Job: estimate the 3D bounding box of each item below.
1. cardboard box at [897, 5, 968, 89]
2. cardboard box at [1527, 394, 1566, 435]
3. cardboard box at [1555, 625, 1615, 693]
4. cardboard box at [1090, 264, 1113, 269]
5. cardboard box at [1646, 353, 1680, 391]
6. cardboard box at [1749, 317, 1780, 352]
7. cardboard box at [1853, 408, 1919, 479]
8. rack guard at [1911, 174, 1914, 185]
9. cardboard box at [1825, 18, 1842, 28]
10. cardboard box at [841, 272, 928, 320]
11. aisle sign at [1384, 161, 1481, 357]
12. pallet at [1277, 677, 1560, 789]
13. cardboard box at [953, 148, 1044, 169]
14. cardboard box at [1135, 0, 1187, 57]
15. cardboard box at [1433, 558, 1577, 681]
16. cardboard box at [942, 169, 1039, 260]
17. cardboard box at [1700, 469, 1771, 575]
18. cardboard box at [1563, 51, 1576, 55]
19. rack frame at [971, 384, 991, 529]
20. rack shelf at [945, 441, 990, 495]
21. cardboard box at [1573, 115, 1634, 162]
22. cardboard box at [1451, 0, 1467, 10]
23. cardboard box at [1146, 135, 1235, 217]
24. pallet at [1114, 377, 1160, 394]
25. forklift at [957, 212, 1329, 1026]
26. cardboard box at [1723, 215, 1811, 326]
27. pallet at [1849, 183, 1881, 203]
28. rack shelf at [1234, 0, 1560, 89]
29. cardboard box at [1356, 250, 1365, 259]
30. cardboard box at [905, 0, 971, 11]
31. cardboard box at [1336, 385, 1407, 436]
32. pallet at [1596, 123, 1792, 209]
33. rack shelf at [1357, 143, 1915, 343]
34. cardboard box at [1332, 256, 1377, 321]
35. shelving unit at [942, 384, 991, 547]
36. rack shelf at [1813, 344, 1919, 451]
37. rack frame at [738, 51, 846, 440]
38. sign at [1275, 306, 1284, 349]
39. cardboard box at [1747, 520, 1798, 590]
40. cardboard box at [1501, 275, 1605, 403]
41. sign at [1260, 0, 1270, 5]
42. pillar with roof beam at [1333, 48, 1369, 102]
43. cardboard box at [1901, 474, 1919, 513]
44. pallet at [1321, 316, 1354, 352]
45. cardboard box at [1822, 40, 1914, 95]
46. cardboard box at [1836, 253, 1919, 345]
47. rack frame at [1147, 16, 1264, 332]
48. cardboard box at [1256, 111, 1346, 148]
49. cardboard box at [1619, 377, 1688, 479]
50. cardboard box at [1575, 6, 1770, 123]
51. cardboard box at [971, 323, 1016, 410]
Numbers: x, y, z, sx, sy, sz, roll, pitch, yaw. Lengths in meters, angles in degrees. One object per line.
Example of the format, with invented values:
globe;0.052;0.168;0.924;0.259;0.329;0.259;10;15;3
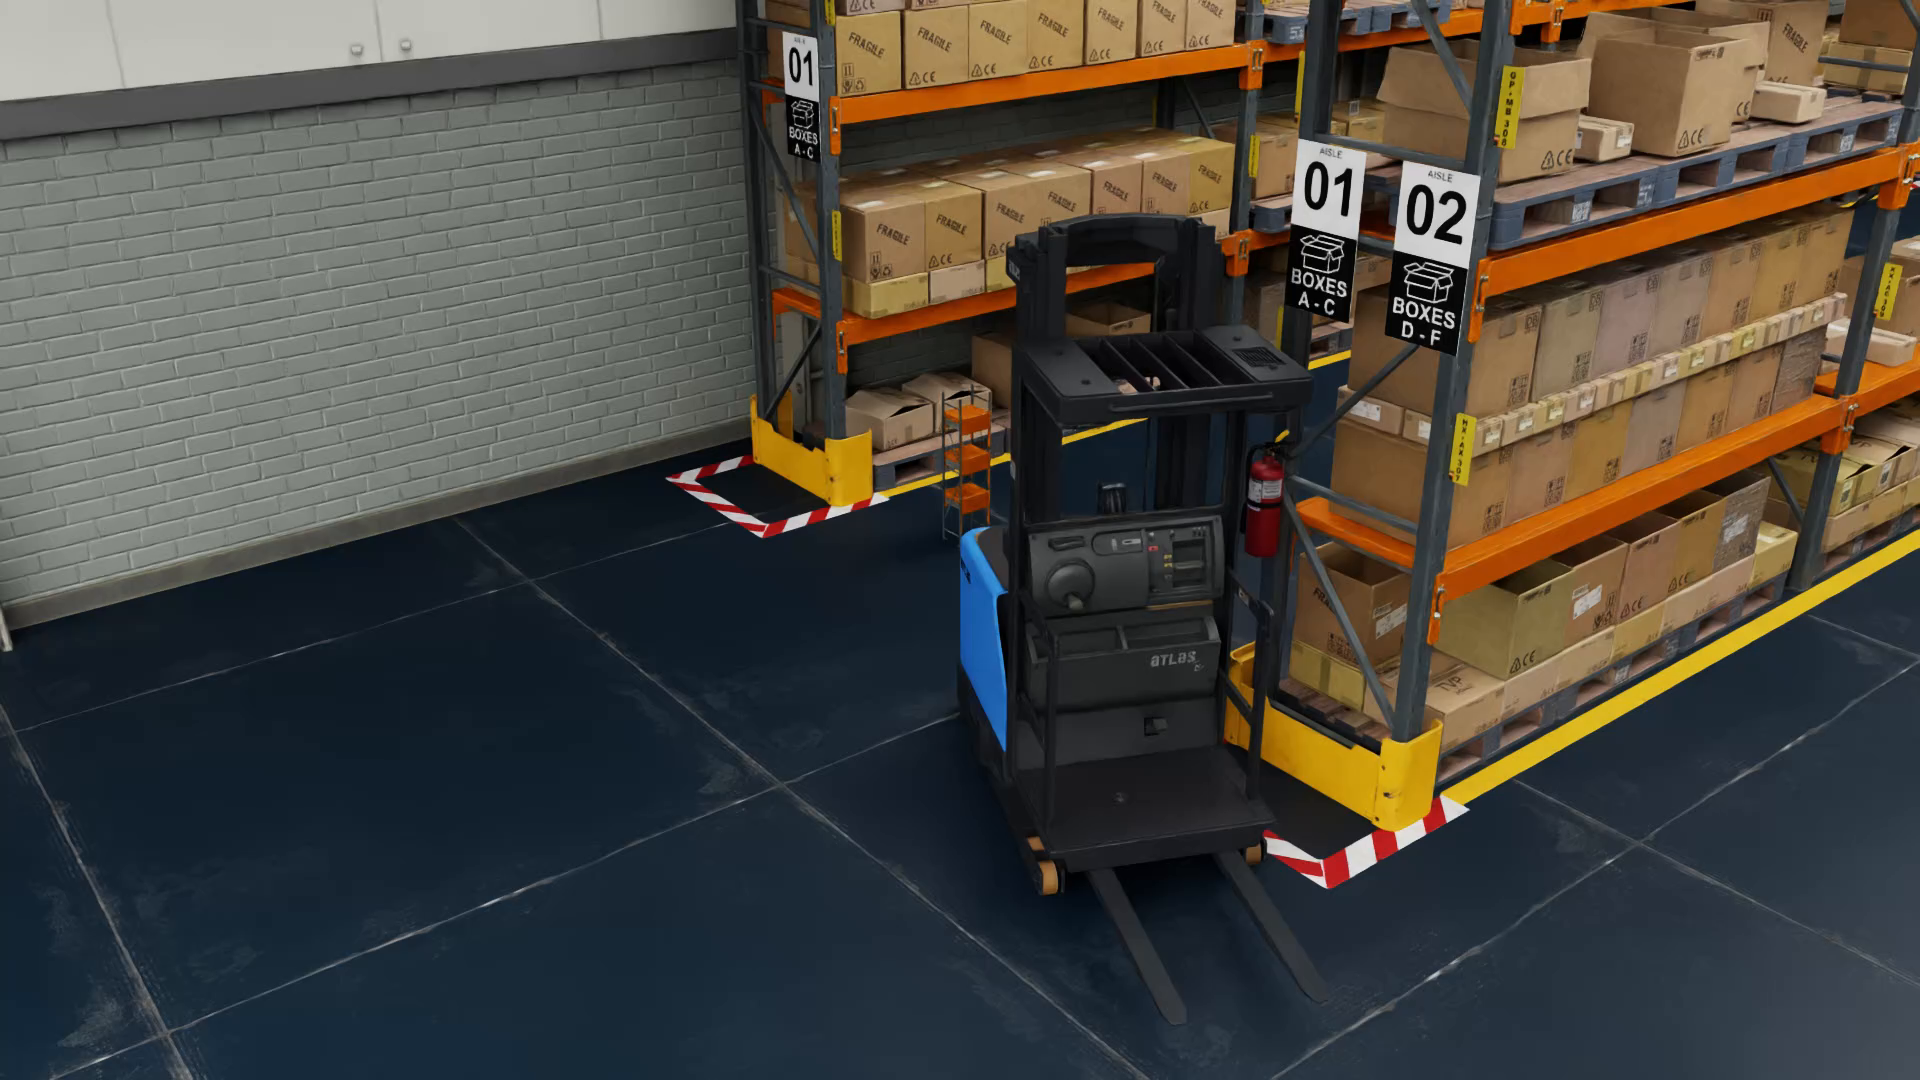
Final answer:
cardboard box;-0.289;-3.349;11.196;0.500;0.500;0.500;-16;29;-31
cardboard box;2.754;-0.666;8.232;0.250;0.149;0.380;-18;30;-34
cardboard box;3.253;0.568;9.229;0.500;0.250;0.500;-18;31;-34
cardboard box;1.027;-2.296;12.789;0.500;0.250;0.500;-18;31;-34
cardboard box;3.560;-0.931;8.804;0.250;0.149;0.380;-18;30;-34
cardboard box;4.368;-1.198;9.379;0.250;0.149;0.380;-18;31;-34
cardboard box;6.339;-0.686;11.267;0.500;0.311;0.500;-19;31;-36
rack guard;11.459;-4.831;21.064;0.348;0.500;1.175;-18;31;-34
cardboard box;10.479;-5.766;19.754;0.700;0.700;0.980;-19;31;-34
cardboard box;-0.571;-1.764;11.643;0.500;0.250;0.500;-19;31;-35
aisle sign;2.046;-1.222;7.233;0.004;0.787;0.394;-18;31;-34
pallet;2.485;0.890;9.080;1.213;0.211;1.003;-18;31;-34
cardboard box;0.291;-2.670;12.703;0.500;0.500;0.500;-18;30;-33
cardboard box;1.346;-3.916;12.418;0.500;0.500;0.500;-21;32;-38
cardboard box;2.860;0.359;8.791;0.500;0.500;0.500;-18;31;-34
cardboard box;0.216;-2.365;12.046;0.500;0.500;0.500;-19;31;-36
cardboard box;4.426;-0.165;9.920;0.500;0.500;0.500;-18;31;-34
cardboard box;6.083;-4.582;16.173;0.500;0.250;0.500;-19;31;-35
rack frame;0.138;-0.522;11.127;0.008;1.050;0.200;-18;31;-34
rack shelf;0.042;-0.481;11.063;0.240;0.259;0.215;-18;31;-34
cardboard box;2.943;-1.910;7.872;0.250;0.149;0.380;-18;31;-34
cardboard box;4.067;-4.990;14.730;0.637;0.503;0.797;-14;28;-27
cardboard box;1.815;-2.897;13.192;0.500;0.500;0.500;-18;31;-34
pallet;1.490;-1.390;13.994;1.213;0.211;1.003;-18;31;-34
forklift;0.821;0.141;7.464;1.130;2.935;3.031;-6;25;-12
cardboard box;4.314;-1.586;9.444;0.500;0.500;0.700;-18;31;-34
pallet;10.859;-4.460;20.608;1.213;0.211;1.003;-18;31;-34
rack shelf;3.570;-4.395;14.448;4.000;0.370;1.077;-18;31;-34
cardboard box;3.317;-2.695;15.051;0.500;0.250;0.500;-19;31;-35
cardboard box;-0.272;-3.804;10.989;0.500;0.500;0.500;-19;31;-35
cardboard box;2.092;-0.664;8.228;0.250;0.149;0.380;-19;31;-35
pallet;3.442;-1.976;8.487;1.213;0.211;1.003;-18;31;-34
rack shelf;3.482;-1.716;8.675;4.000;0.370;1.077;-18;31;-34
cardboard box;3.368;-2.373;15.247;0.500;0.500;0.700;-18;30;-33
shelving unit;0.042;-0.490;11.059;0.252;1.050;0.215;-18;31;-34
rack shelf;6.630;-1.394;11.545;4.000;0.370;1.077;-18;31;-34
rack frame;-1.151;-1.802;11.569;0.127;3.000;1.000;-18;31;-34
sign;1.585;-0.978;8.137;0.005;0.325;0.100;-18;31;-34
cardboard box;4.826;0.049;10.349;0.500;0.250;0.500;-18;31;-34
cardboard box;2.736;-1.065;8.321;0.500;0.500;0.700;-19;31;-35
sign;2.337;-4.258;12.685;0.005;0.325;0.100;-18;31;-34
pillar with roof beam;6.244;-5.124;11.601;0.400;9.000;9.100;-18;31;-34
cardboard box;6.336;-0.435;11.391;0.500;0.250;0.500;-19;31;-36
pallet;3.569;-2.097;15.519;1.213;0.211;1.003;-18;31;-34
cardboard box;5.547;-2.841;9.924;0.500;0.250;0.500;-15;29;-29
cardboard box;6.085;-1.577;10.966;0.500;0.500;0.500;-16;29;-30
rack frame;1.997;-2.841;13.808;0.127;3.000;1.000;-18;31;-34
cardboard box;2.862;-3.350;14.263;0.500;0.500;0.700;-15;29;-29
cardboard box;3.500;-0.727;9.135;0.500;0.500;0.700;-17;30;-33
cardboard box;3.683;-2.476;8.672;0.637;0.503;0.797;-15;29;-28
cardboard box;0.506;-1.340;13.020;0.500;0.500;0.700;-21;32;-37
